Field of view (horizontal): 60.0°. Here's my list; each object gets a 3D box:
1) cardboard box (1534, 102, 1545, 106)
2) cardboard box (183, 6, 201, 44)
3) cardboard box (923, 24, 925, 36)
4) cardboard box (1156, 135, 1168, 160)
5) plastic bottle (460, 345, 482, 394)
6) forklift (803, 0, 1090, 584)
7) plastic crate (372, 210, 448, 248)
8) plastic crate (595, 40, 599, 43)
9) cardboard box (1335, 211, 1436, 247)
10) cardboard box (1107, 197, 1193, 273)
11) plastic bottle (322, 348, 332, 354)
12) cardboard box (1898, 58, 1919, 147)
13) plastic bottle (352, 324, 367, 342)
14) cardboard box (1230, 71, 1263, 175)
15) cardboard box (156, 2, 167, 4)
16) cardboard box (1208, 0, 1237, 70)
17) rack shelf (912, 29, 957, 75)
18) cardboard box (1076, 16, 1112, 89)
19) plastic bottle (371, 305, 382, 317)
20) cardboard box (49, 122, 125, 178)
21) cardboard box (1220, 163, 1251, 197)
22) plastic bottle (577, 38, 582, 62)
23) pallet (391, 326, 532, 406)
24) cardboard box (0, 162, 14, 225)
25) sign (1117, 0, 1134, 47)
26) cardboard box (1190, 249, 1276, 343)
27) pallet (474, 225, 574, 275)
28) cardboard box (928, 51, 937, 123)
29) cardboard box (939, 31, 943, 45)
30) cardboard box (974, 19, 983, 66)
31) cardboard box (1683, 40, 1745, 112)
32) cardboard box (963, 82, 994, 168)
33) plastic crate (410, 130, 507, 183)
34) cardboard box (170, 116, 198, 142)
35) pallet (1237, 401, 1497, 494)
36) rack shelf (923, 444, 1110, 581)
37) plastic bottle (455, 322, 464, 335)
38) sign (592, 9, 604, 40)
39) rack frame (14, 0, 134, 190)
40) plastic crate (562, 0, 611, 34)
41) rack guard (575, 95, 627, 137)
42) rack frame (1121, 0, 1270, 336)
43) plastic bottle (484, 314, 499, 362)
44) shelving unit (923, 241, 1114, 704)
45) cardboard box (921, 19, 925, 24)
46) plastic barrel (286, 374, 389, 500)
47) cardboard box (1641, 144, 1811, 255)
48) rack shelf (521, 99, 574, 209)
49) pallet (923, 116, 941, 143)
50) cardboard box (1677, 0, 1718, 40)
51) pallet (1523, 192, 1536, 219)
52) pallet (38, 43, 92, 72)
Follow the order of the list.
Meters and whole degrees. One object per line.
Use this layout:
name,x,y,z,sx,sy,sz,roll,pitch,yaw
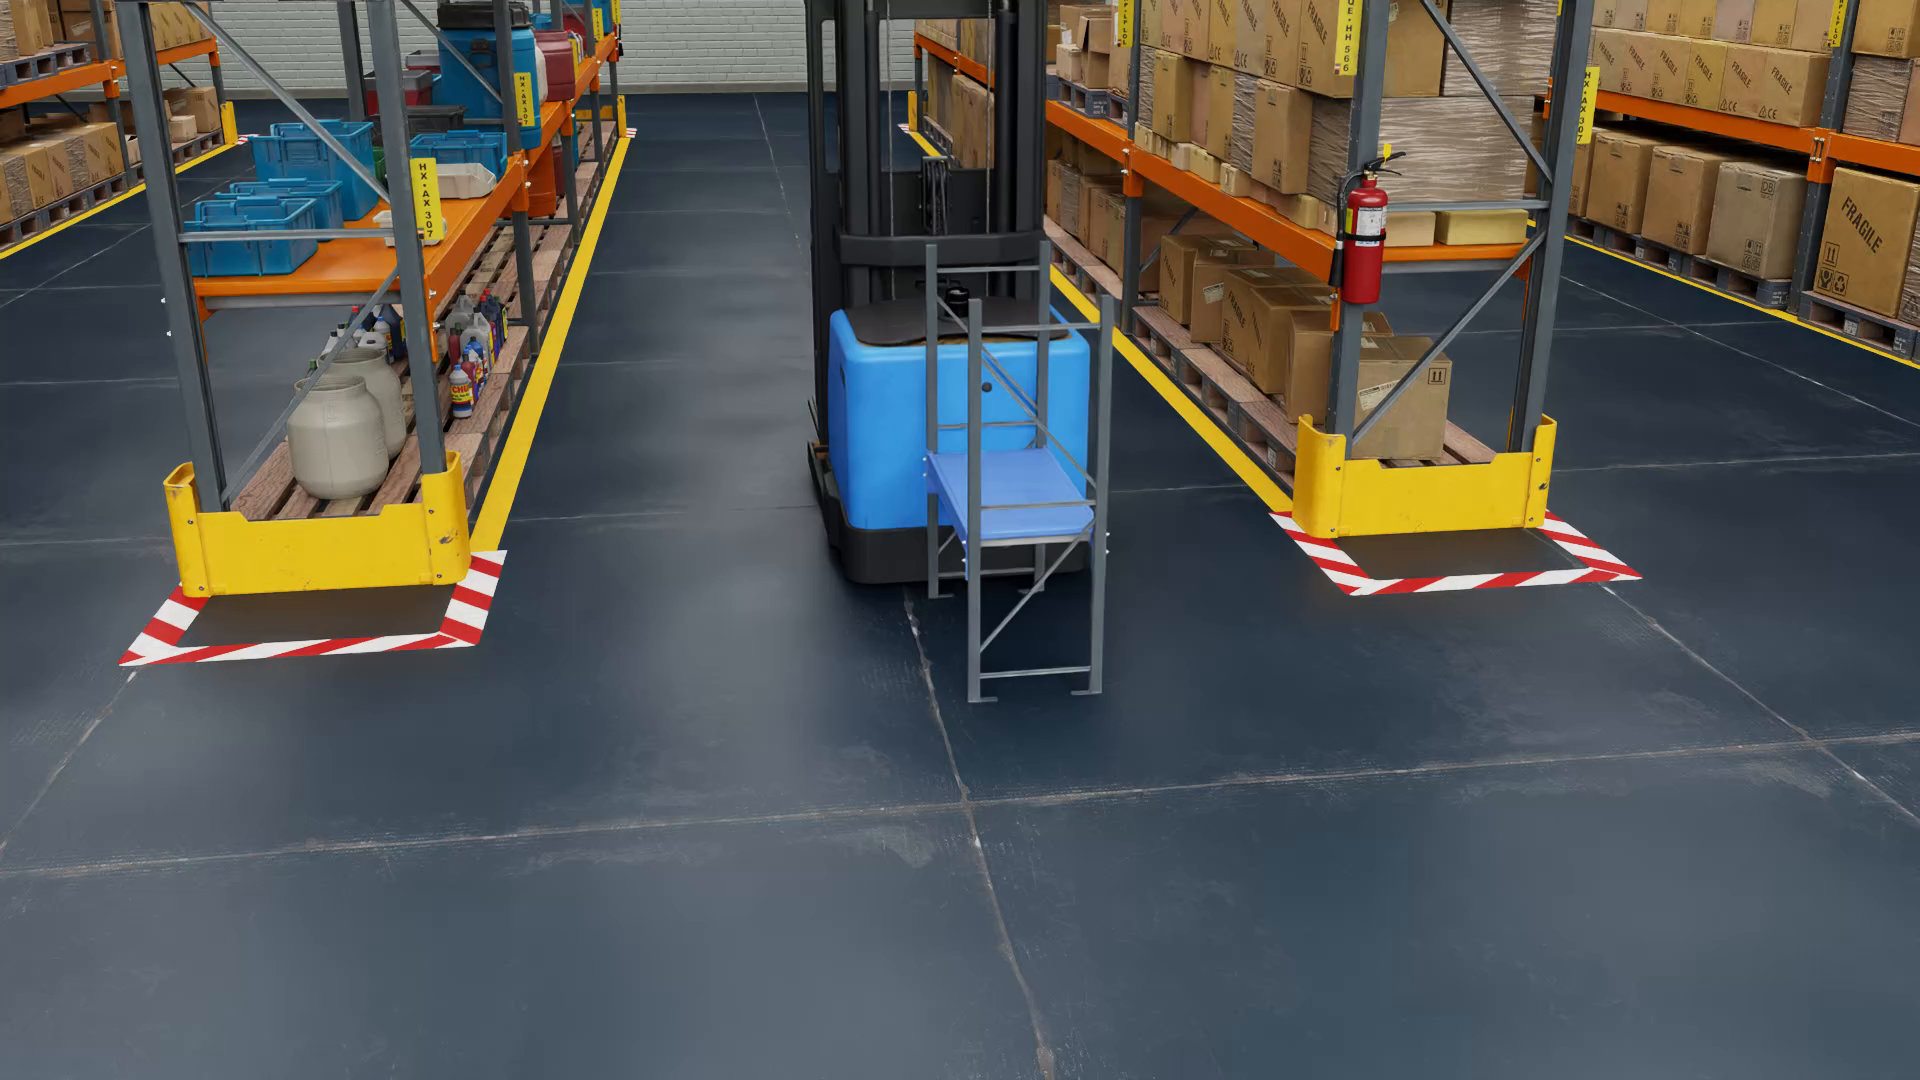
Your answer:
cardboard box,6.037,-4.261,16.739,0.500,0.250,0.500,-3,21,-8
cardboard box,-9.497,-6.240,19.994,0.500,0.500,0.500,-3,21,-7
cardboard box,-0.267,-6.488,21.158,0.380,0.149,0.250,-3,21,-9
cardboard box,1.444,-2.478,10.423,0.380,0.149,0.250,-3,21,-8
plastic bottle,-2.718,-0.948,9.237,0.097,0.271,0.097,0,20,0
forklift,-0.190,-1.667,7.989,1.130,2.935,3.031,-3,21,-9
plastic crate,-2.511,-1.425,7.622,0.298,0.136,0.250,-3,21,-8
plastic crate,-4.457,-6.014,19.685,0.416,0.233,0.300,-3,21,-8
cardboard box,1.955,-1.443,7.652,0.380,0.149,0.250,-3,21,-8
cardboard box,1.507,-2.272,12.457,0.700,0.500,0.500,-3,21,-8
plastic bottle,-3.428,-0.903,9.112,0.152,0.276,0.135,-3,21,-9
cardboard box,6.713,-2.827,10.783,0.875,0.550,0.550,-3,21,-8
plastic bottle,-3.486,-1.121,9.701,0.097,0.271,0.097,0,20,0
cardboard box,1.928,-2.193,8.733,0.875,0.500,0.500,-3,21,-8
cardboard box,-9.346,-6.357,18.878,0.500,0.500,0.500,-2,21,-6
cardboard box,1.665,-2.825,8.995,0.500,0.500,0.500,-3,21,-8
rack shelf,0.182,-5.983,20.476,1.077,0.370,4.000,-3,21,-8
cardboard box,1.283,-3.698,12.583,0.797,0.503,0.637,-1,20,-2
plastic bottle,-3.591,-1.295,10.160,0.152,0.276,0.135,-2,21,-6
cardboard box,-8.978,-4.008,17.104,0.500,0.500,0.500,-3,21,-8
cardboard box,1.635,-1.957,9.029,0.380,0.149,0.250,-3,21,-8
plastic bottle,-4.001,-5.073,17.189,0.152,0.276,0.135,-3,21,-8
pallet,-3.222,-1.067,10.271,1.003,0.211,1.213,-3,21,-8
cardboard box,-8.539,-2.951,14.275,0.500,0.500,0.500,-2,21,-5
sign,1.075,-3.371,10.799,0.100,0.325,0.005,-3,21,-8
cardboard box,1.732,-1.545,10.538,0.500,0.500,0.500,4,21,9
pallet,-3.781,-2.416,13.884,1.003,0.211,1.213,-3,21,-8
cardboard box,0.066,-5.996,21.920,0.875,0.875,0.875,-3,21,-8
cardboard box,-0.046,-5.955,19.732,0.380,0.149,0.250,-3,21,-7
cardboard box,0.435,-5.155,17.089,0.500,0.500,0.500,-3,21,-9
cardboard box,6.061,-3.637,13.023,0.500,0.500,0.500,-3,21,-7
cardboard box,0.712,-4.299,17.376,1.225,0.875,0.875,-4,21,-10
plastic crate,-2.849,-2.169,9.448,0.499,0.251,0.616,-3,21,-8
cardboard box,-9.480,-4.926,19.919,0.500,0.250,0.500,-3,21,-8
pallet,2.107,-0.476,8.688,1.003,0.211,1.213,-3,21,-8
rack shelf,0.194,-0.126,6.425,0.538,0.185,1.000,-3,21,-9
plastic bottle,-2.923,-1.141,9.736,0.061,0.283,0.133,-3,21,-8
sign,-3.886,-5.534,17.851,0.100,0.325,0.005,-3,21,-8
rack frame,-9.333,-5.129,17.162,1.000,3.000,0.127,-3,21,-8
plastic crate,-4.774,-6.701,21.233,0.616,0.435,0.499,-3,21,-8
rack guard,-5.023,-5.599,21.993,1.175,0.500,0.348,-3,21,-8
rack frame,1.624,-2.858,11.080,1.000,3.000,0.127,-3,21,-8
plastic bottle,-2.807,-1.212,9.928,0.061,0.283,0.133,-2,21,-4
shelving unit,0.194,-0.295,6.362,0.538,1.500,1.048,-3,21,-9
cardboard box,-0.222,-6.722,21.216,0.500,0.250,0.500,-3,21,-8
plastic barrel,-2.871,-0.478,7.665,0.421,0.512,0.421,0,20,0
cardboard box,6.233,-2.760,13.434,1.050,0.750,0.750,-3,21,-8
rack shelf,-3.566,-2.963,12.391,1.077,0.370,4.000,-3,21,-8
pallet,0.087,-5.433,21.961,1.003,0.211,1.213,-3,21,-8
cardboard box,6.249,-4.288,13.337,0.700,0.500,0.500,-3,21,-8
pallet,5.859,-3.422,16.577,1.003,0.211,1.213,-3,21,-8
pallet,-9.325,-4.757,16.440,1.003,0.211,1.213,-3,21,-8
